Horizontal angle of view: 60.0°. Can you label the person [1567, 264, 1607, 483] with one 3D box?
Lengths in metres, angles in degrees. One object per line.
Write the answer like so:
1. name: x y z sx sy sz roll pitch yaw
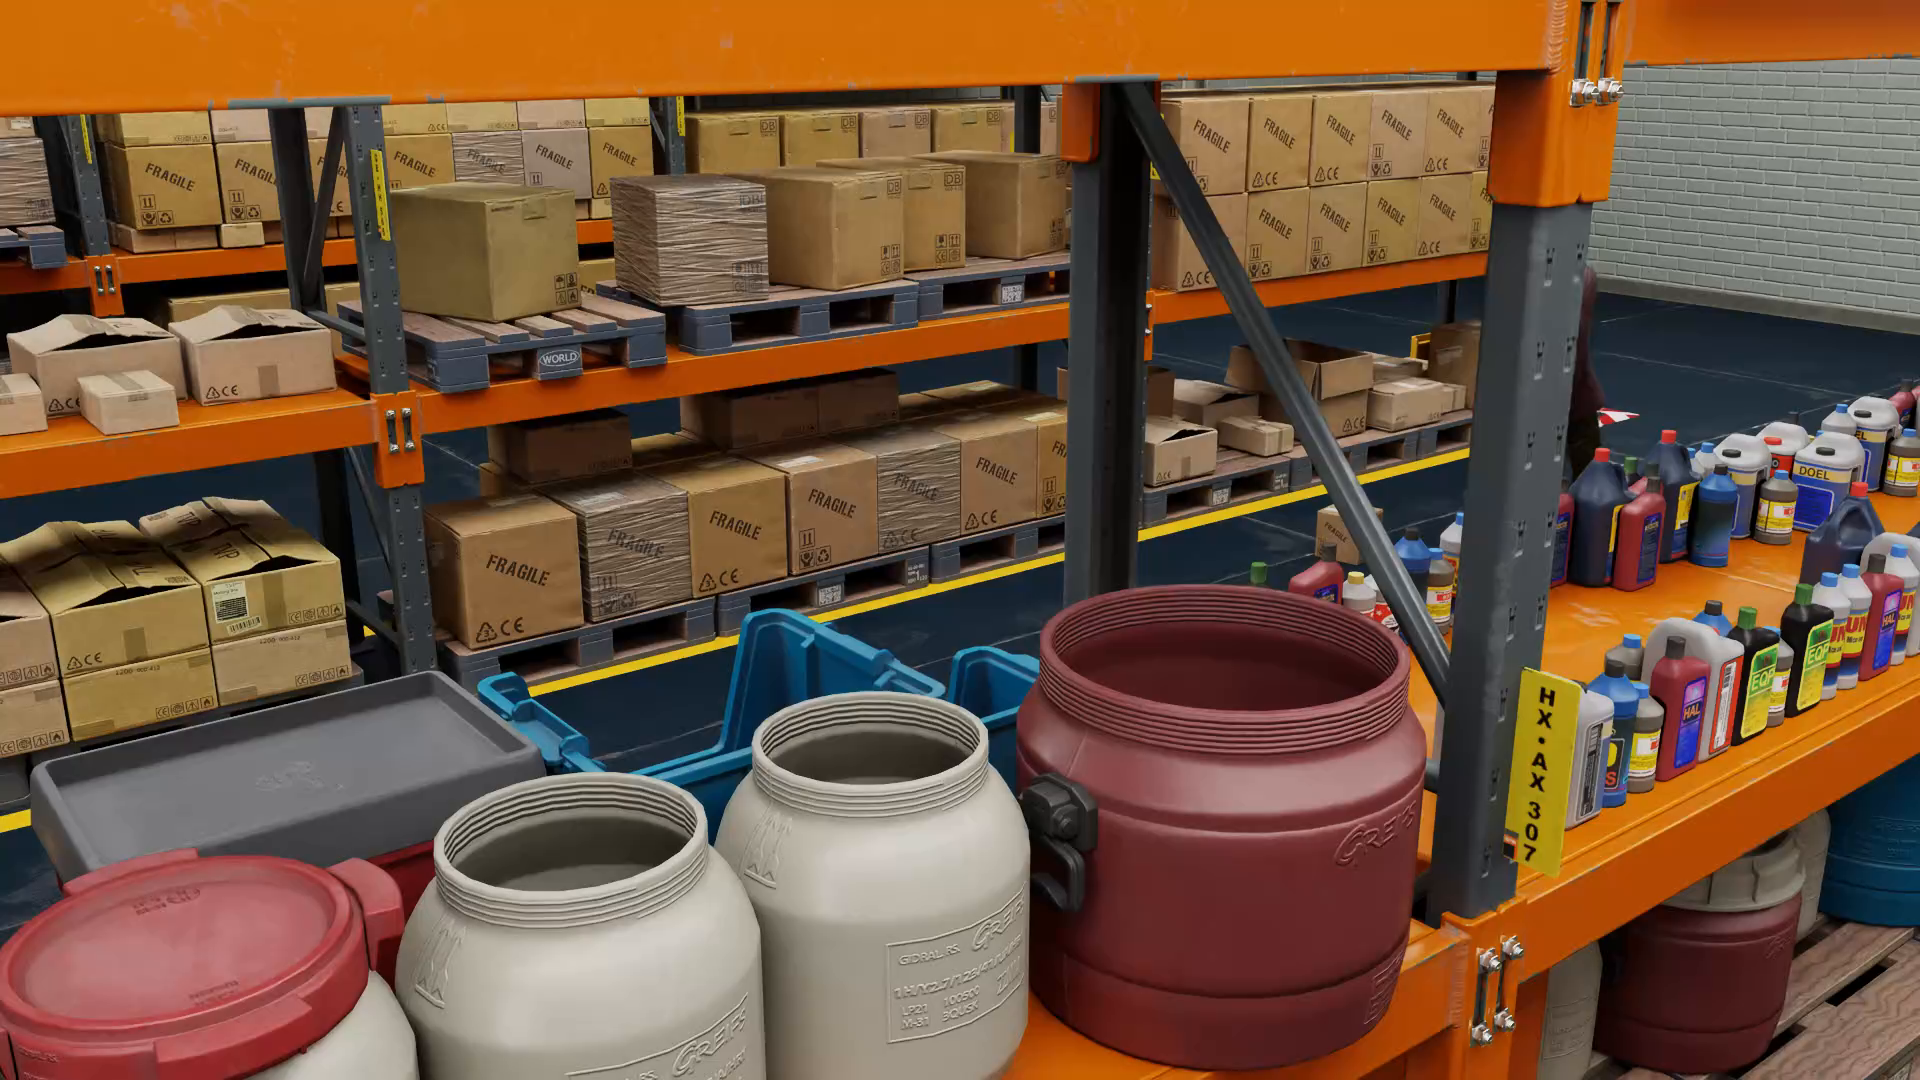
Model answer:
1. person: 3.288 -0.962 9.098 1.079 1.725 0.568 -13 22 -36
